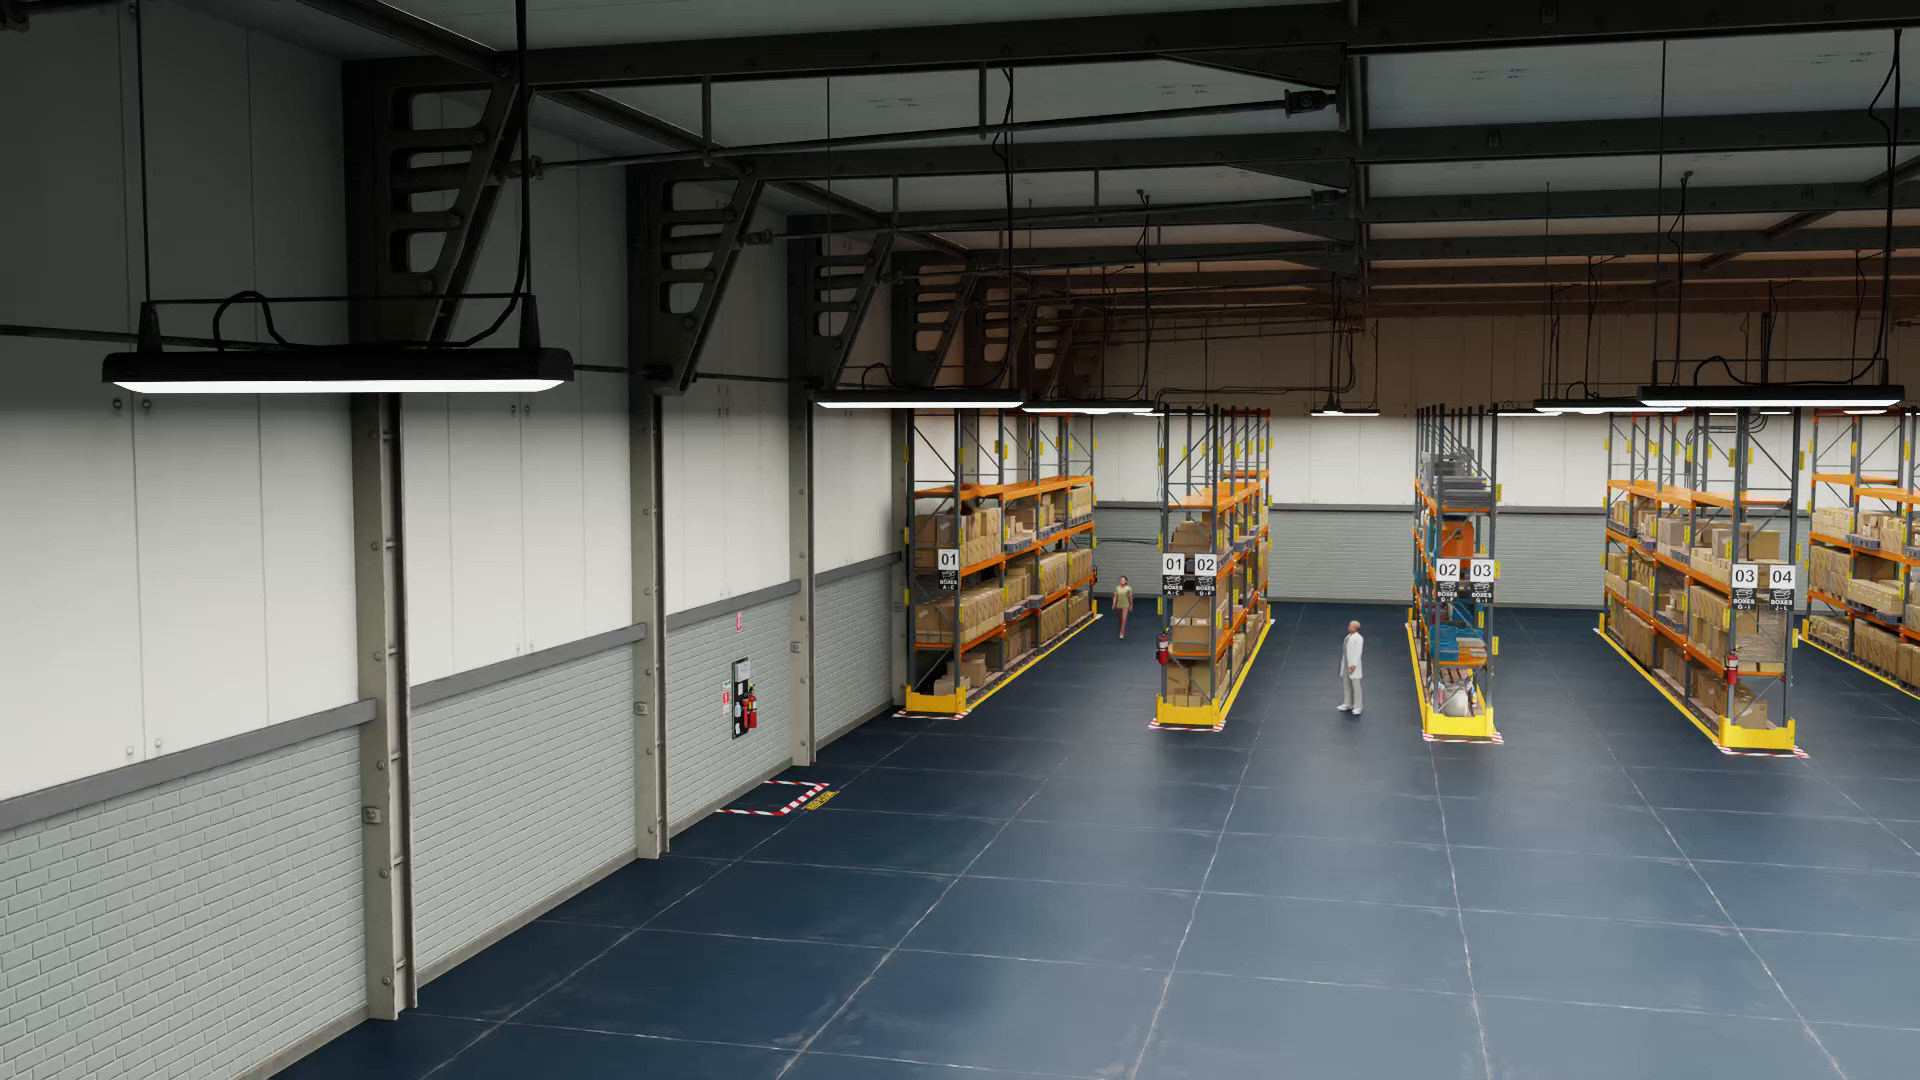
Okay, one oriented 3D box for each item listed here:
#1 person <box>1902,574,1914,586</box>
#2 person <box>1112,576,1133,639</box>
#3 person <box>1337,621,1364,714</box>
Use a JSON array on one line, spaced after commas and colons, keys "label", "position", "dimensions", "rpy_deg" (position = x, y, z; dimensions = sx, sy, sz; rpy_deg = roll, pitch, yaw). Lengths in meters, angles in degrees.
[{"label": "person", "position": [24.468, 1.678, 43.158], "dimensions": [1.010, 1.731, 0.678], "rpy_deg": [3, 5, 36]}, {"label": "person", "position": [4.234, 1.752, 43.350], "dimensions": [0.480, 1.621, 1.004], "rpy_deg": [1, 4, 20]}, {"label": "person", "position": [7.654, 2.485, 32.543], "dimensions": [0.436, 1.820, 0.594], "rpy_deg": [-2, 5, -29]}]
